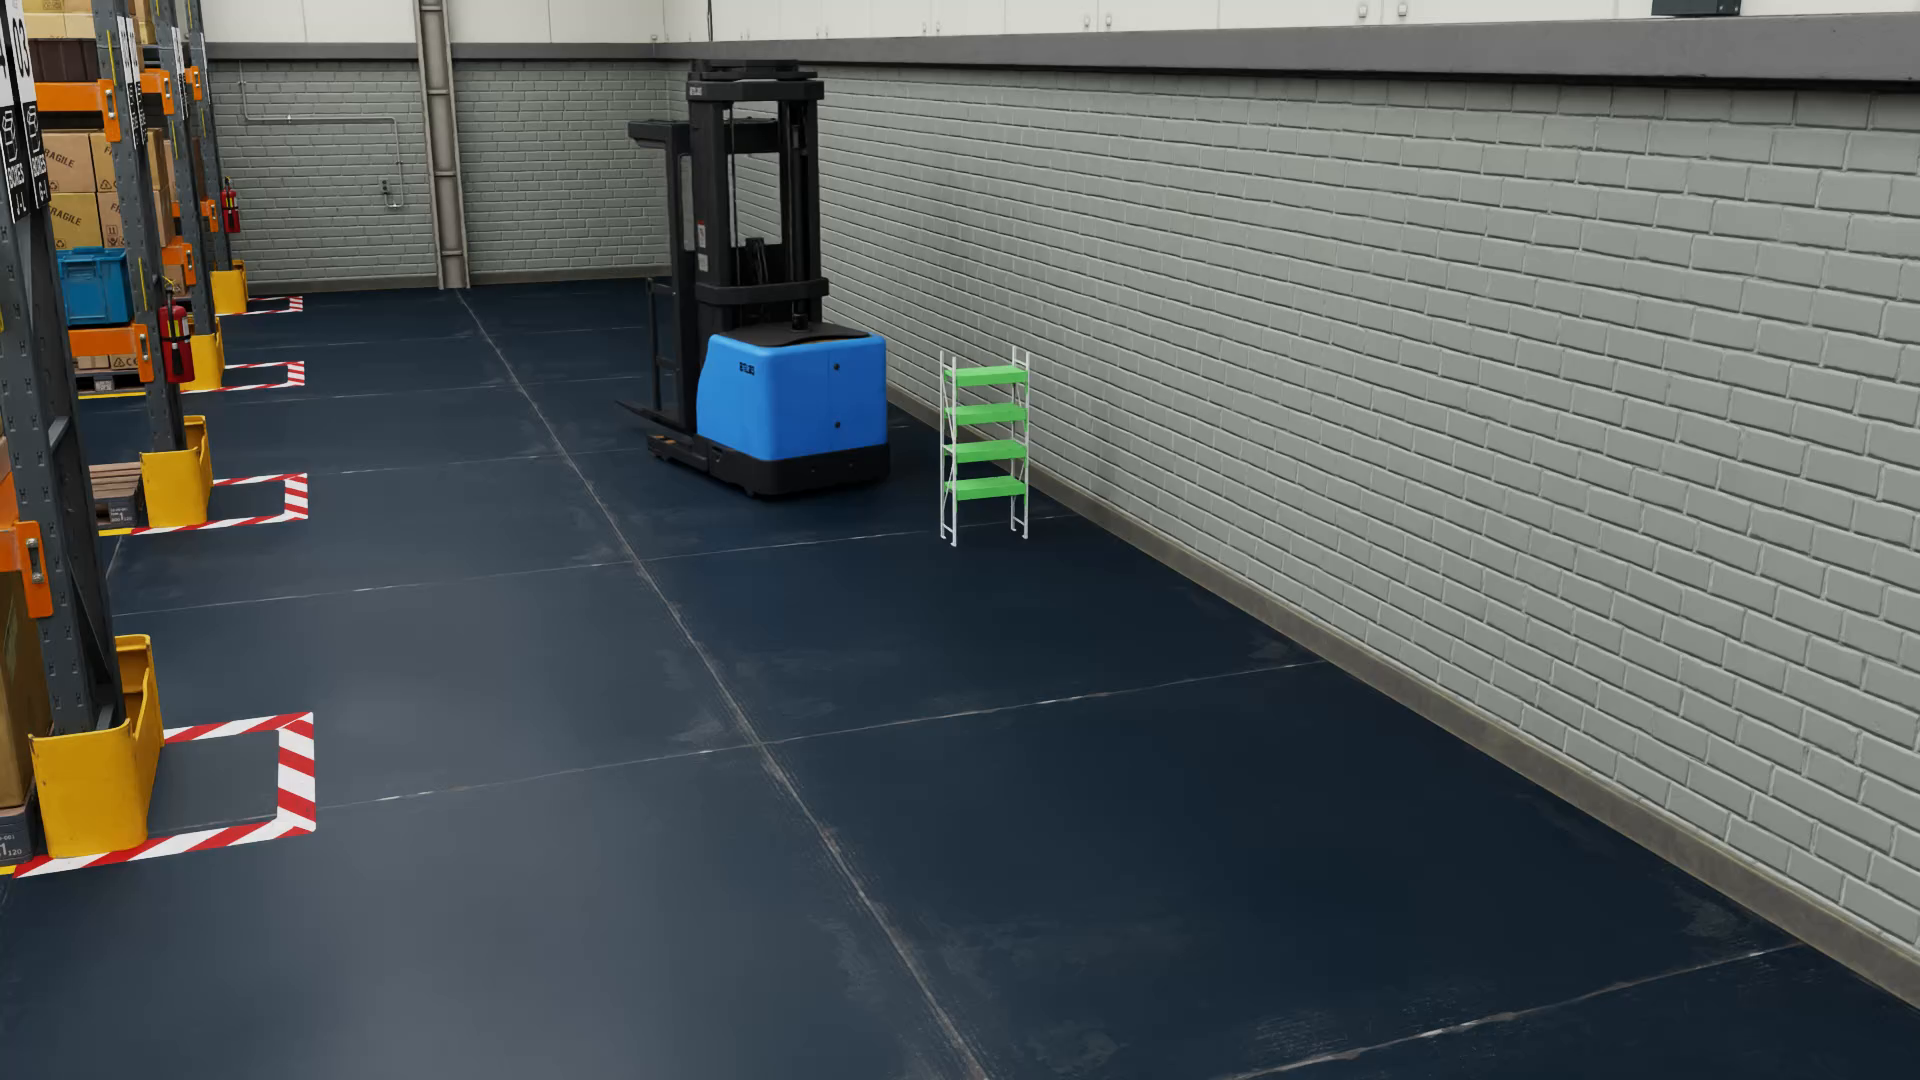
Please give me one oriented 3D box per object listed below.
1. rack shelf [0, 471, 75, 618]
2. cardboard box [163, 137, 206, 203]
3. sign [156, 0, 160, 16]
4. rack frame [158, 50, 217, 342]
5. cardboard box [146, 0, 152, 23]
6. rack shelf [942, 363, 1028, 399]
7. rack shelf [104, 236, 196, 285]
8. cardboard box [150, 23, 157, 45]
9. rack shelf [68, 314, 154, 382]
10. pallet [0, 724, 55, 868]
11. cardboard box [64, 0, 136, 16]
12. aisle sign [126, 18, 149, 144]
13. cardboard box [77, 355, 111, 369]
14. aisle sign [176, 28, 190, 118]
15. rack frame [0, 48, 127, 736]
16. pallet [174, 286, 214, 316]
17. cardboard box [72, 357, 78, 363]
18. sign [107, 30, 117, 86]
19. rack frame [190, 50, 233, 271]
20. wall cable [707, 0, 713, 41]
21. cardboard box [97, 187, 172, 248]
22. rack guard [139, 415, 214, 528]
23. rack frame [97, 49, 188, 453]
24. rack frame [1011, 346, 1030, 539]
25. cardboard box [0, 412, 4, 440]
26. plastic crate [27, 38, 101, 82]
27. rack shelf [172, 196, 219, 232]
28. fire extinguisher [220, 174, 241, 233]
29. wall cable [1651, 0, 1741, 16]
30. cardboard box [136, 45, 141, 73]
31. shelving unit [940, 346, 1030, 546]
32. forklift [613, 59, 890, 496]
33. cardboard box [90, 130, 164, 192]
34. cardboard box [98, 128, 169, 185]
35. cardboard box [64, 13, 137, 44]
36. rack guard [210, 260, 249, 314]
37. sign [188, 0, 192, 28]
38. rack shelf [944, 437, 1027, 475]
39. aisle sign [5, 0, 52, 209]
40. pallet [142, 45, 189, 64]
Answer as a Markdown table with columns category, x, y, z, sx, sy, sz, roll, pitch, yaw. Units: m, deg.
| category | x | y | z | sx | sy | sz | roll | pitch | yaw |
| --- | --- | --- | --- | --- | --- | --- | --- | --- | --- |
| rack shelf | -5.449 | 0.175 | 5.956 | 4.000 | 0.370 | 1.077 | -6 | 17 | -20 |
| cardboard box | -9.372 | -4.372 | 19.629 | 0.700 | 0.700 | 0.980 | -5 | 17 | -18 |
| sign | -6.943 | -4.695 | 14.367 | 0.005 | 0.325 | 0.100 | -6 | 17 | -20 |
| rack frame | -7.123 | -2.979 | 15.418 | 0.127 | 3.000 | 1.000 | -6 | 17 | -20 |
| cardboard box | -9.667 | -6.248 | 19.241 | 0.500 | 0.500 | 0.500 | -7 | 18 | -22 |
| rack shelf | 0.155 | -0.992 | 10.369 | 0.480 | 0.148 | 0.258 | -6 | 17 | -20 |
| rack shelf | -8.991 | -2.432 | 14.833 | 4.000 | 0.370 | 1.077 | -6 | 17 | -20 |
| cardboard box | -9.669 | -5.889 | 19.350 | 0.500 | 0.250 | 0.500 | -5 | 17 | -17 |
| rack shelf | -7.222 | -1.128 | 10.394 | 4.000 | 0.370 | 1.077 | -6 | 17 | -20 |
| pallet | -4.301 | 1.067 | 6.590 | 1.213 | 0.211 | 1.003 | -6 | 17 | -20 |
| cardboard box | -7.597 | -4.890 | 14.650 | 0.500 | 0.500 | 0.700 | -6 | 17 | -20 |
| aisle sign | -5.393 | -3.008 | 10.904 | 0.004 | 0.787 | 0.394 | -6 | 17 | -20 |
| cardboard box | -7.953 | -1.694 | 15.290 | 0.250 | 0.166 | 0.380 | -6 | 17 | -20 |
| aisle sign | -7.165 | -4.310 | 15.339 | 0.004 | 0.787 | 0.394 | -6 | 17 | -20 |
| rack frame | -3.582 | -0.372 | 6.542 | 0.127 | 3.000 | 1.000 | -6 | 17 | -20 |
| pallet | -9.618 | -2.843 | 19.904 | 1.213 | 0.211 | 1.003 | -6 | 17 | -20 |
| cardboard box | -8.199 | -1.840 | 15.640 | 0.500 | 0.250 | 0.500 | -6 | 17 | -20 |
| sign | -5.142 | -2.921 | 10.084 | 0.005 | 0.325 | 0.100 | -6 | 17 | -20 |
| rack frame | -8.899 | -4.282 | 19.855 | 0.127 | 3.000 | 1.000 | -6 | 17 | -20 |
| wall cable | -3.490 | -6.147 | 21.069 | 0.112 | 2.526 | 3.097 | -6 | 17 | -20 |
| cardboard box | -7.444 | -2.910 | 15.007 | 0.500 | 0.500 | 0.500 | -6 | 17 | -18 |
| rack guard | -5.336 | -0.482 | 11.351 | 0.348 | 0.500 | 1.175 | -6 | 17 | -20 |
| rack frame | -5.354 | -1.675 | 10.979 | 0.127 | 3.000 | 1.000 | -6 | 17 | -20 |
| rack frame | 0.382 | -0.617 | 10.570 | 0.015 | 1.200 | 0.240 | -6 | 17 | -20 |
| cardboard box | -4.127 | -0.465 | 6.598 | 0.500 | 0.250 | 0.500 | -7 | 18 | -22 |
| plastic crate | -5.813 | -3.086 | 10.692 | 0.590 | 0.269 | 0.497 | -6 | 17 | -20 |
| rack shelf | -10.767 | -3.735 | 19.270 | 4.000 | 0.370 | 1.077 | -6 | 17 | -20 |
| fire extinguisher | -8.593 | -3.960 | 19.557 | 0.183 | 0.674 | 0.296 | -6 | 17 | -20 |
| wall cable | 2.931 | -4.457 | 4.096 | 0.120 | 5.999 | 2.277 | -6 | 17 | -20 |
| cardboard box | -7.509 | -4.225 | 14.604 | 0.500 | 0.250 | 0.500 | -6 | 17 | -20 |
| shelving unit | 0.155 | -0.592 | 10.486 | 0.503 | 1.200 | 0.258 | -6 | 17 | -20 |
| forklift | -1.750 | -2.068 | 12.440 | 1.130 | 2.935 | 3.031 | -11 | 20 | -33 |
| cardboard box | -7.440 | -3.389 | 14.864 | 0.500 | 0.500 | 0.500 | -6 | 18 | -21 |
| cardboard box | -7.632 | -3.531 | 15.347 | 0.500 | 0.500 | 0.500 | -6 | 17 | -18 |
| cardboard box | -7.512 | -4.467 | 14.542 | 0.500 | 0.250 | 0.500 | -6 | 17 | -20 |
| rack guard | -8.877 | -3.085 | 20.216 | 0.348 | 0.500 | 1.175 | -6 | 17 | -20 |
| sign | -8.718 | -5.964 | 18.828 | 0.005 | 0.325 | 0.100 | -6 | 17 | -20 |
| rack shelf | 0.155 | -0.531 | 10.504 | 0.480 | 0.148 | 0.258 | -6 | 17 | -20 |
| aisle sign | -3.622 | -1.706 | 6.469 | 0.004 | 0.787 | 0.394 | -6 | 17 | -20 |
| pallet | -9.588 | -5.601 | 19.181 | 1.213 | 0.211 | 1.003 | -6 | 17 | -20 |
